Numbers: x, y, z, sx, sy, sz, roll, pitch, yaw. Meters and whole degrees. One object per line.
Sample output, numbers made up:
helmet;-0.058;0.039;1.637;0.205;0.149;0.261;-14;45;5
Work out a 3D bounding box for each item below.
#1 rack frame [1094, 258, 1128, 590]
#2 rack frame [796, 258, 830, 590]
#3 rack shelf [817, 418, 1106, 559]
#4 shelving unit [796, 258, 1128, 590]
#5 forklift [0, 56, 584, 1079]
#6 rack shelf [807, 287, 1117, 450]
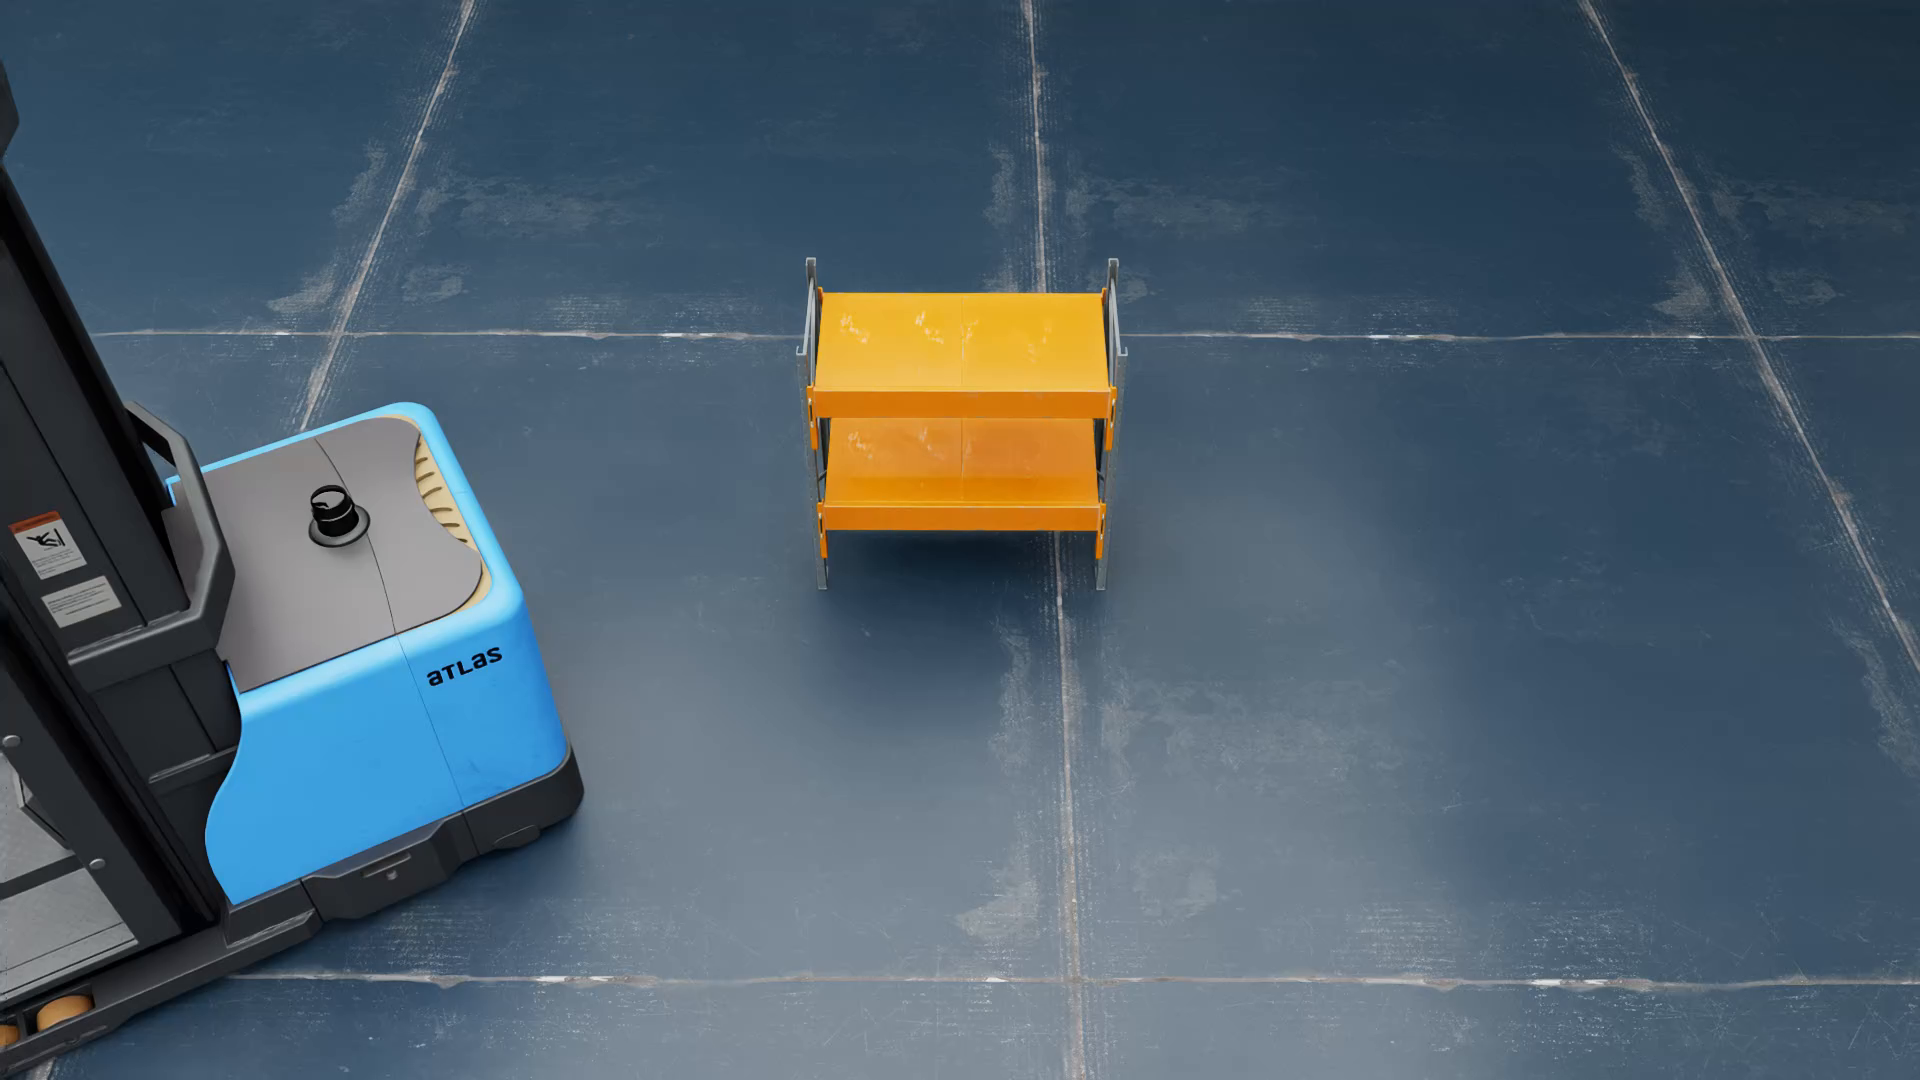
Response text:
rack frame;0.515;-0.382;5.837;0.032;1.125;0.500;0;47;0
rack frame;-0.502;-0.385;5.840;0.032;1.125;0.500;0;47;0
rack shelf;0.007;-0.217;6.017;1.000;0.278;0.538;0;47;0
shelving unit;0.007;-0.383;5.838;1.048;1.125;0.538;0;47;0
forklift;-2.758;0.110;4.145;3.031;2.935;1.130;-22;51;-19
rack shelf;0.007;-0.583;5.624;1.000;0.278;0.538;0;47;0
